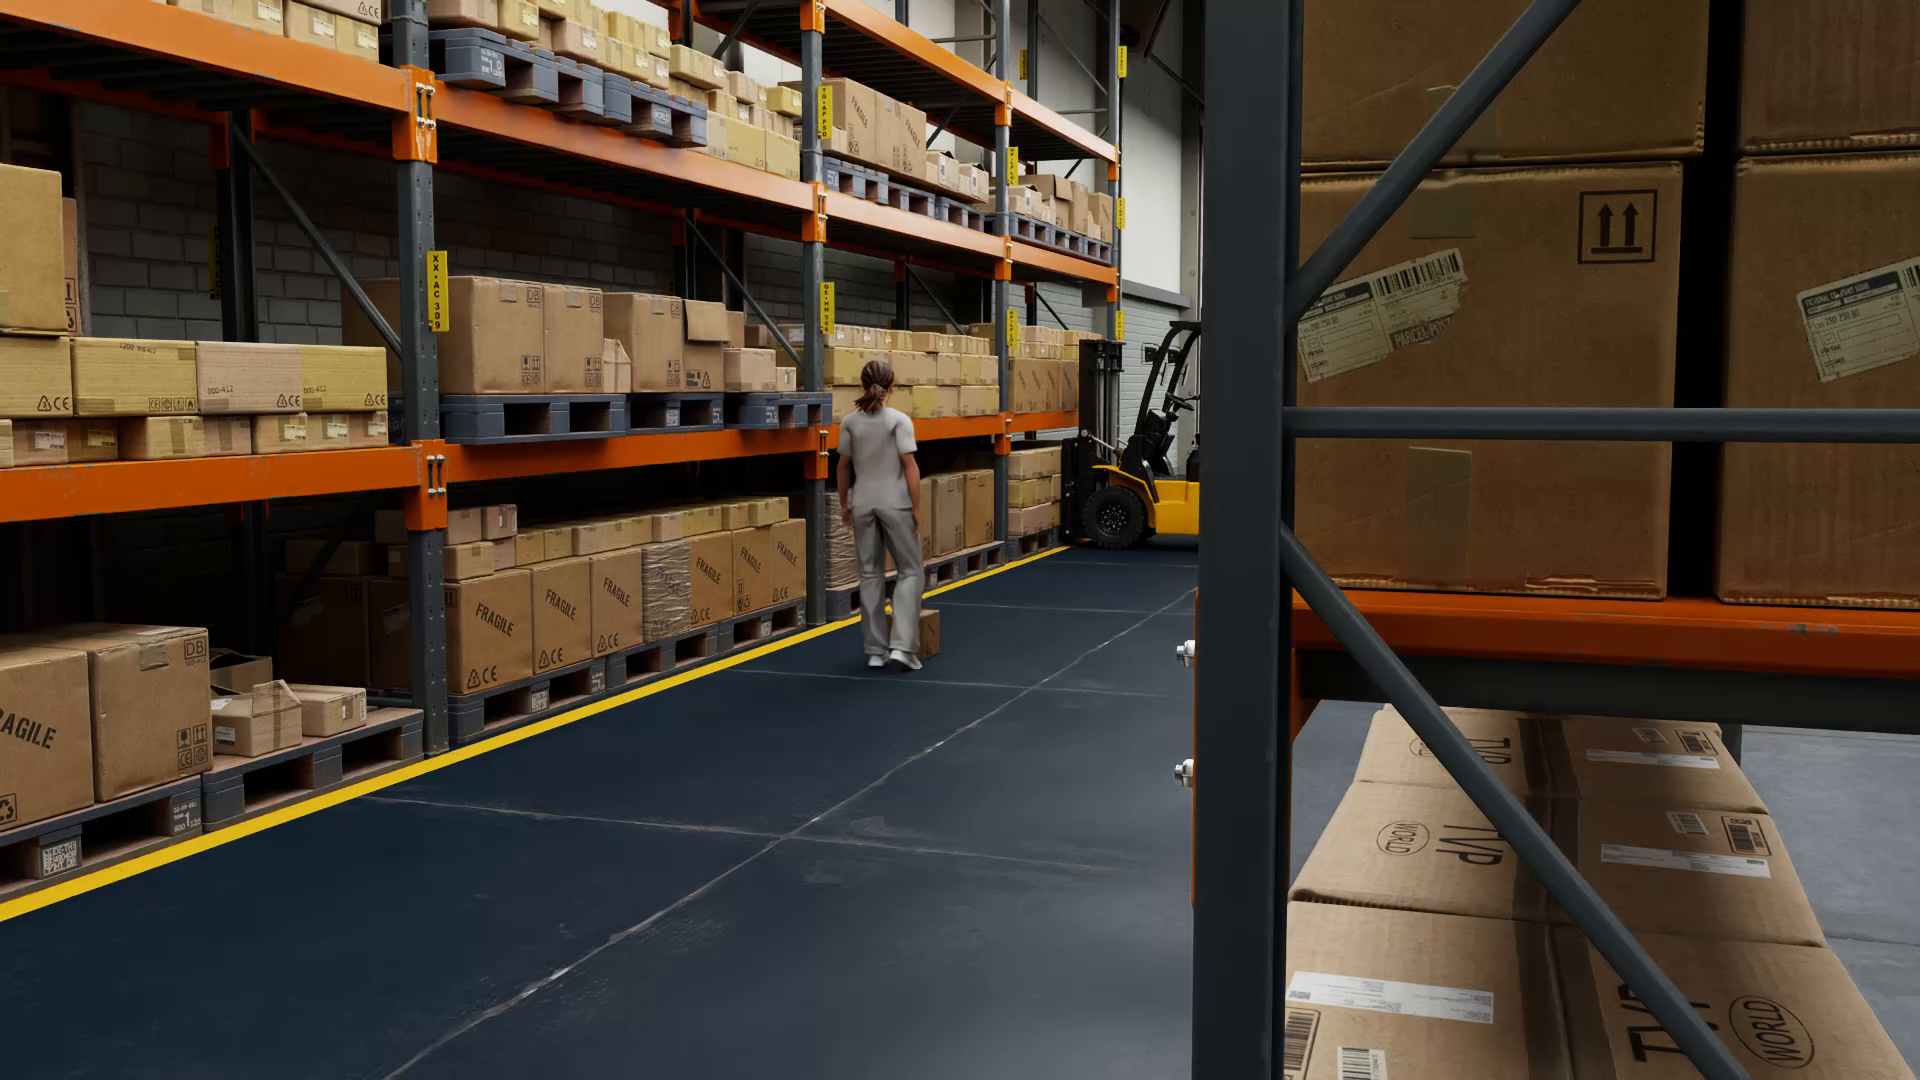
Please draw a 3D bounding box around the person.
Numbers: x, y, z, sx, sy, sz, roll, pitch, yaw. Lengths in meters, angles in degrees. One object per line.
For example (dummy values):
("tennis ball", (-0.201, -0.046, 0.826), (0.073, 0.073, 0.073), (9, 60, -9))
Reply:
("person", (-0.441, -0.124, 9.114), (0.509, 1.717, 0.423), (2, 6, 20))
